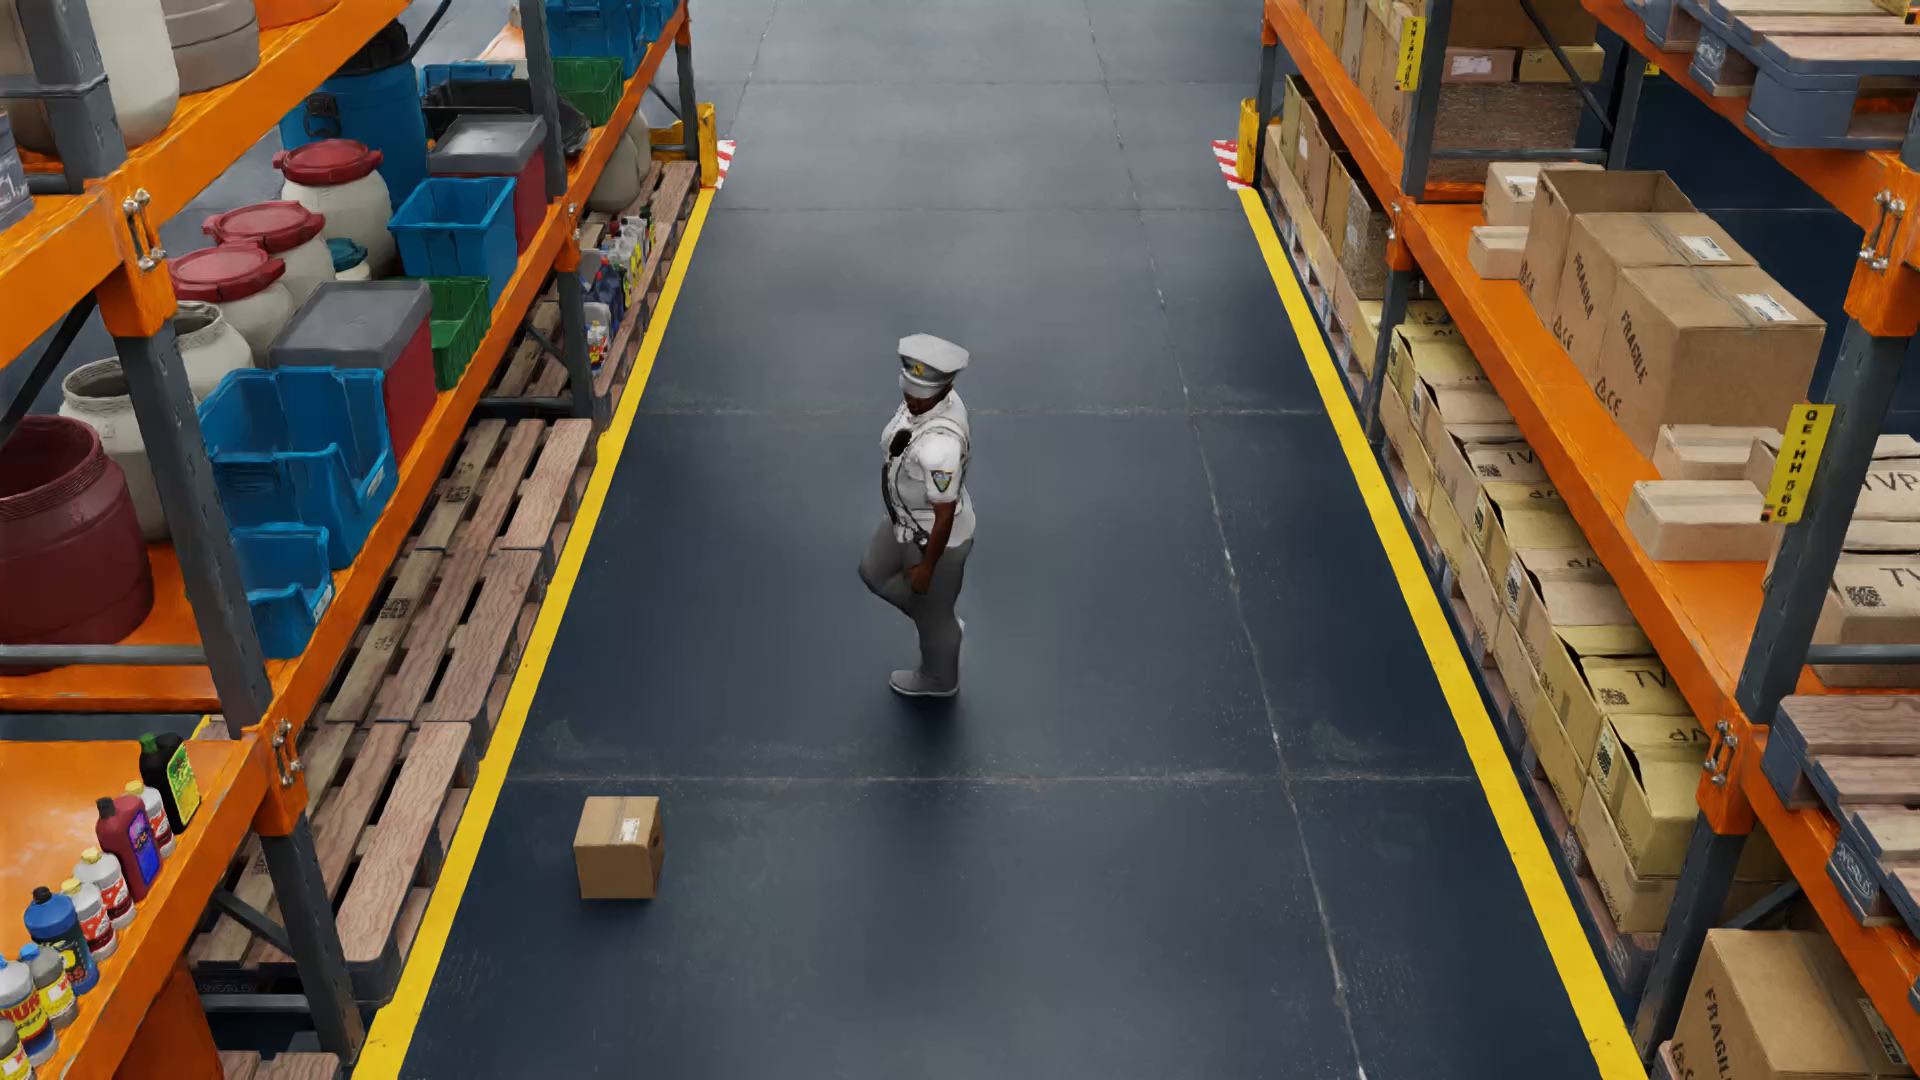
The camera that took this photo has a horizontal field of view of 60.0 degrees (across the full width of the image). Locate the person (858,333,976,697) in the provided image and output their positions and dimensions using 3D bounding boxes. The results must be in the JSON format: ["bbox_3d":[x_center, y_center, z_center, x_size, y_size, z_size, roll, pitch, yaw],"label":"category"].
[{"bbox_3d":[-0.169,-0.049,6.205,0.438,1.650,0.663,-2,32,-4],"label":"person"}]
